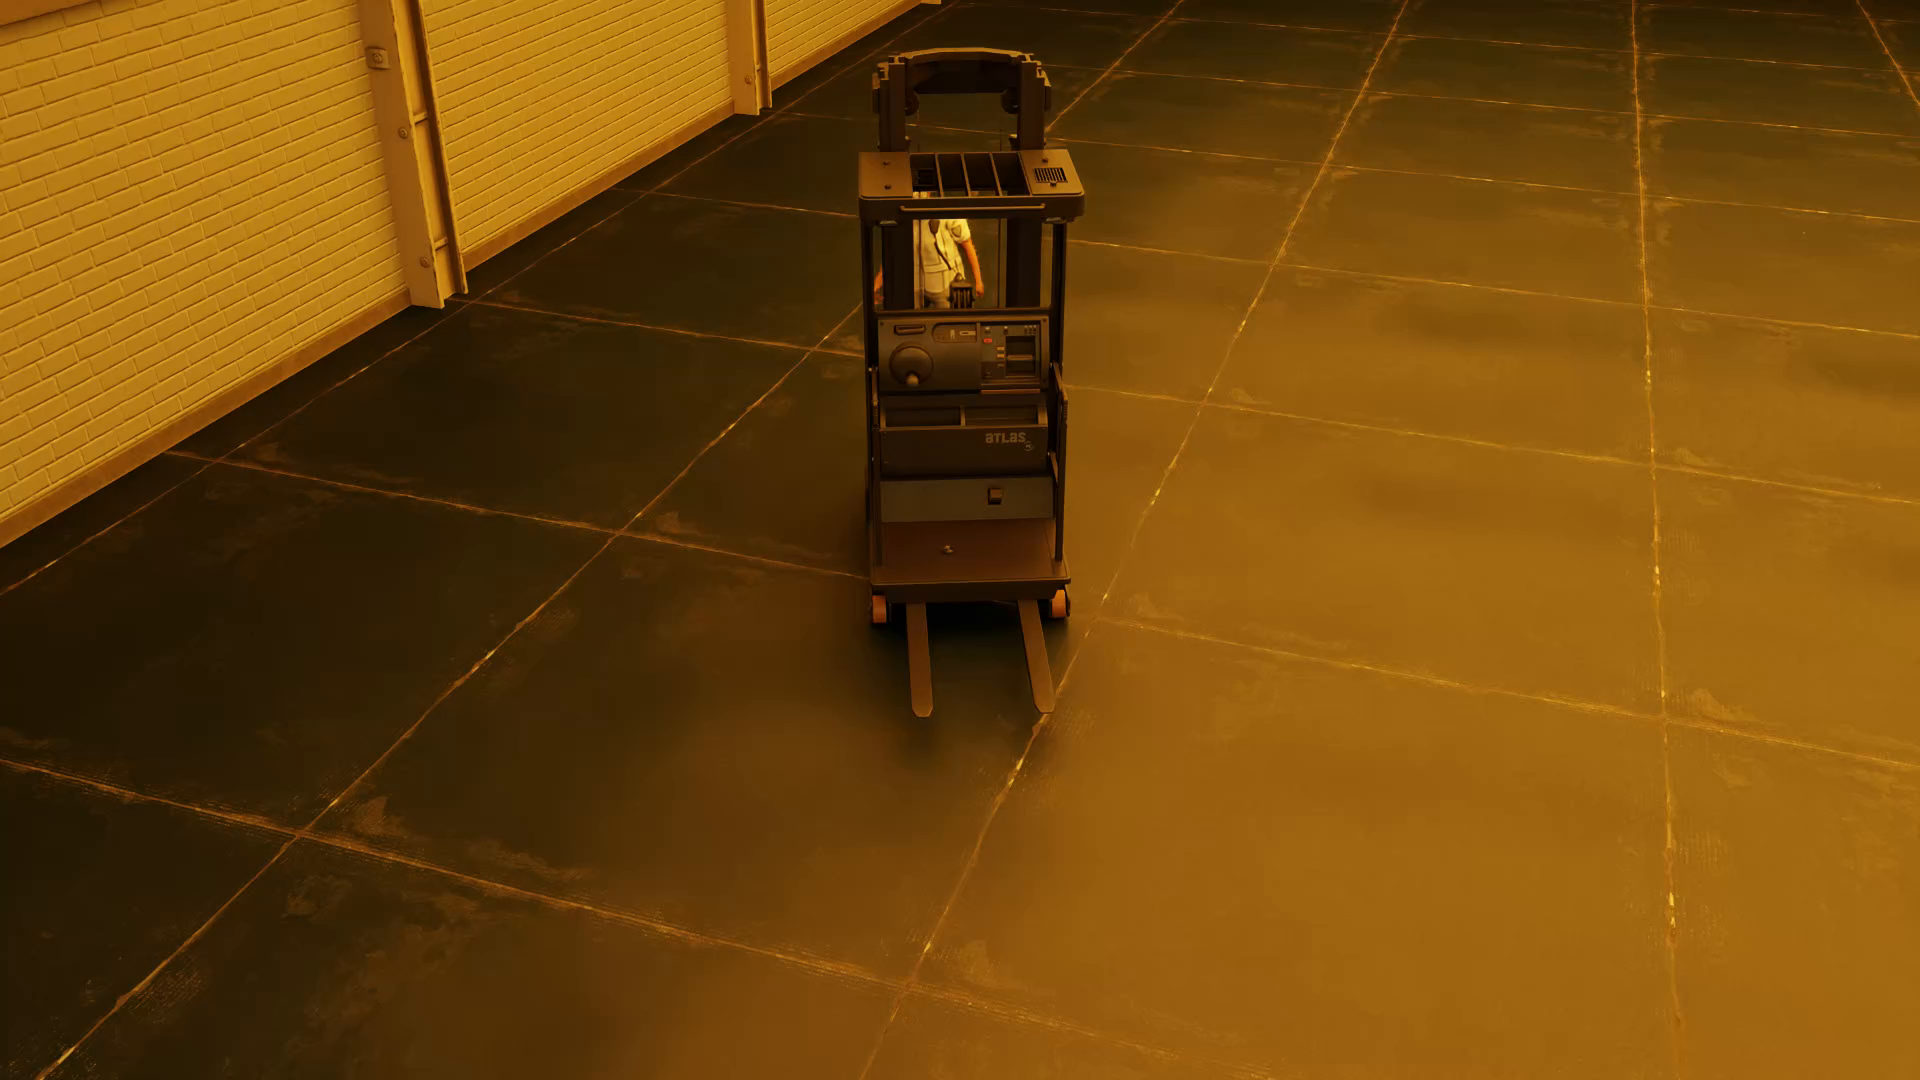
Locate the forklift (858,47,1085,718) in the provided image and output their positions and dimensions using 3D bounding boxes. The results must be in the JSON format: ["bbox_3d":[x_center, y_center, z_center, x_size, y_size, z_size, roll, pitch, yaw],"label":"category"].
[{"bbox_3d":[0.035,-0.972,8.842,1.130,2.935,3.031,-2,30,-3],"label":"forklift"}]

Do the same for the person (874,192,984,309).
[{"bbox_3d":[-0.196,-1.729,11.501,0.840,1.626,0.443,10,31,18],"label":"person"}]
